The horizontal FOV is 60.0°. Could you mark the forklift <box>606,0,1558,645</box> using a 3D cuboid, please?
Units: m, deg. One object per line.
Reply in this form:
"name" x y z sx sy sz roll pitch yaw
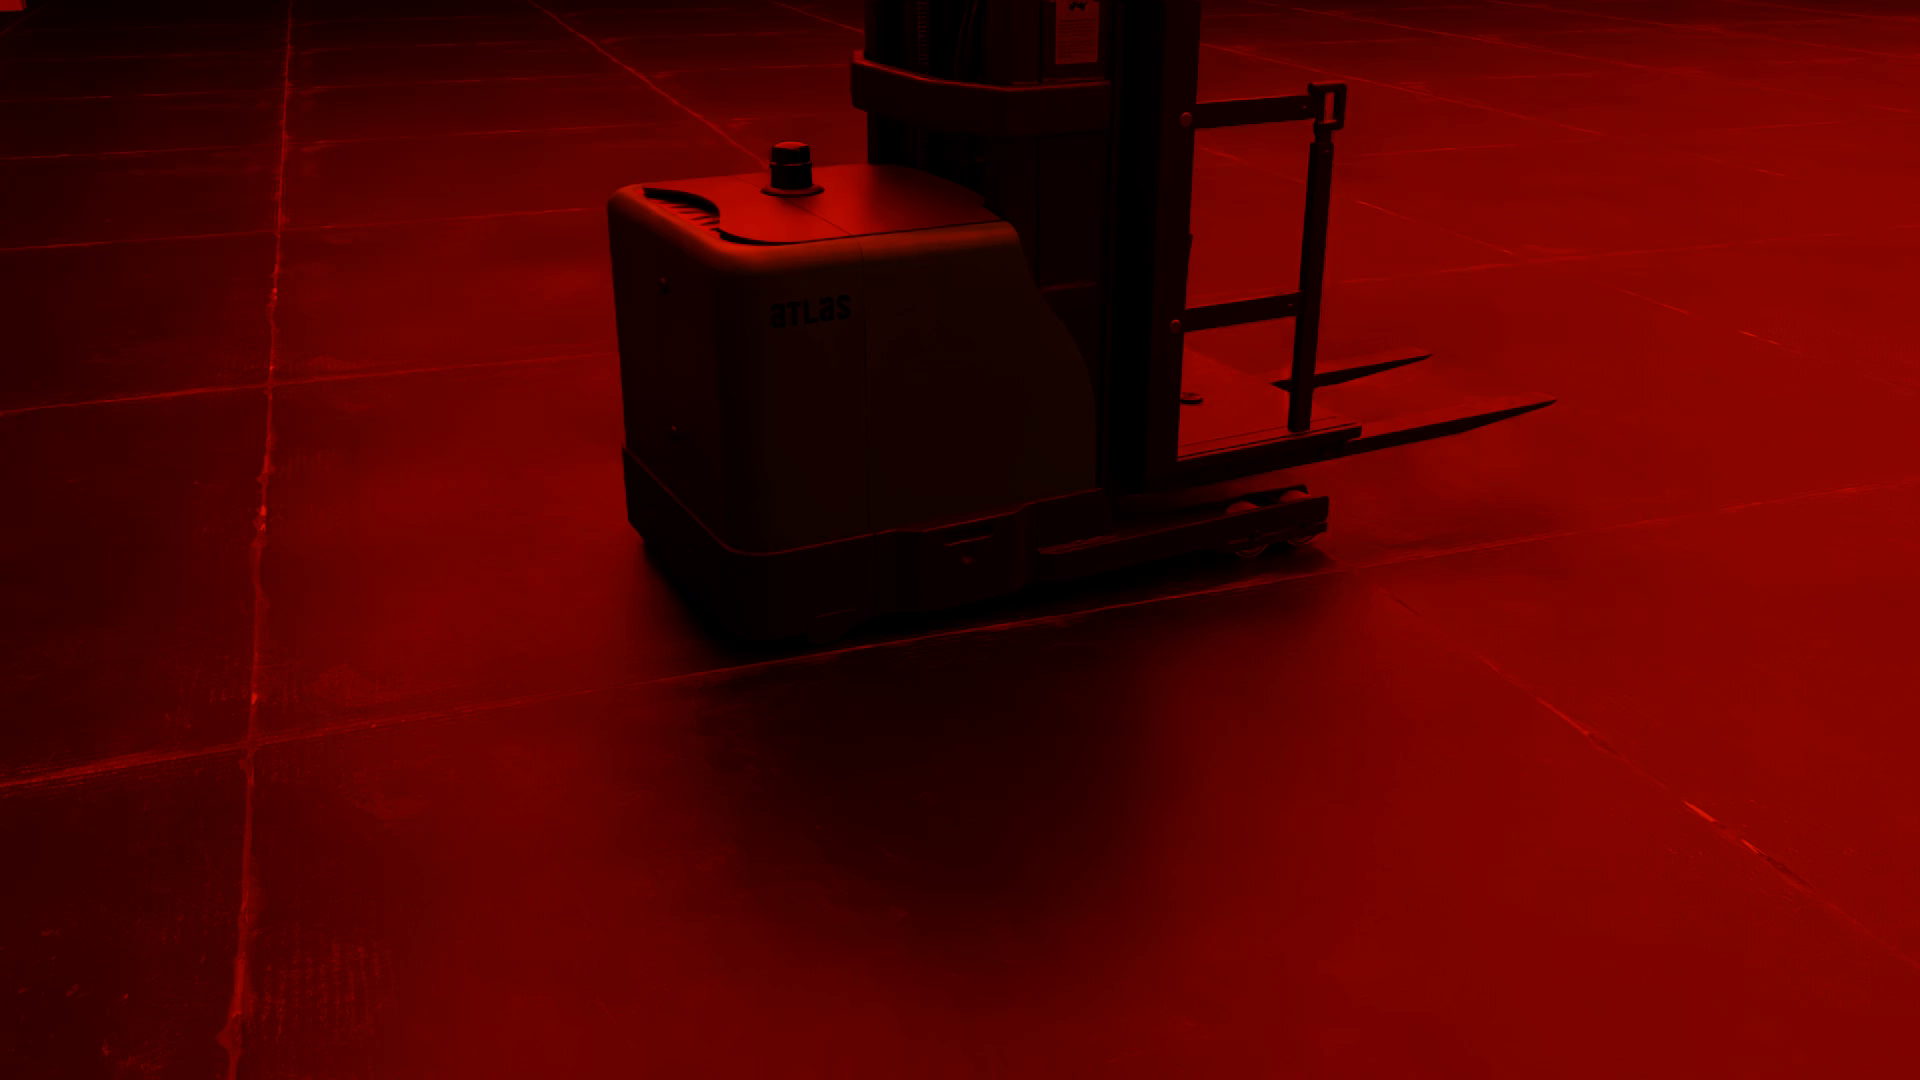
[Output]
"forklift" 0.537 -1.465 4.783 3.031 2.935 1.130 -12 25 -26
